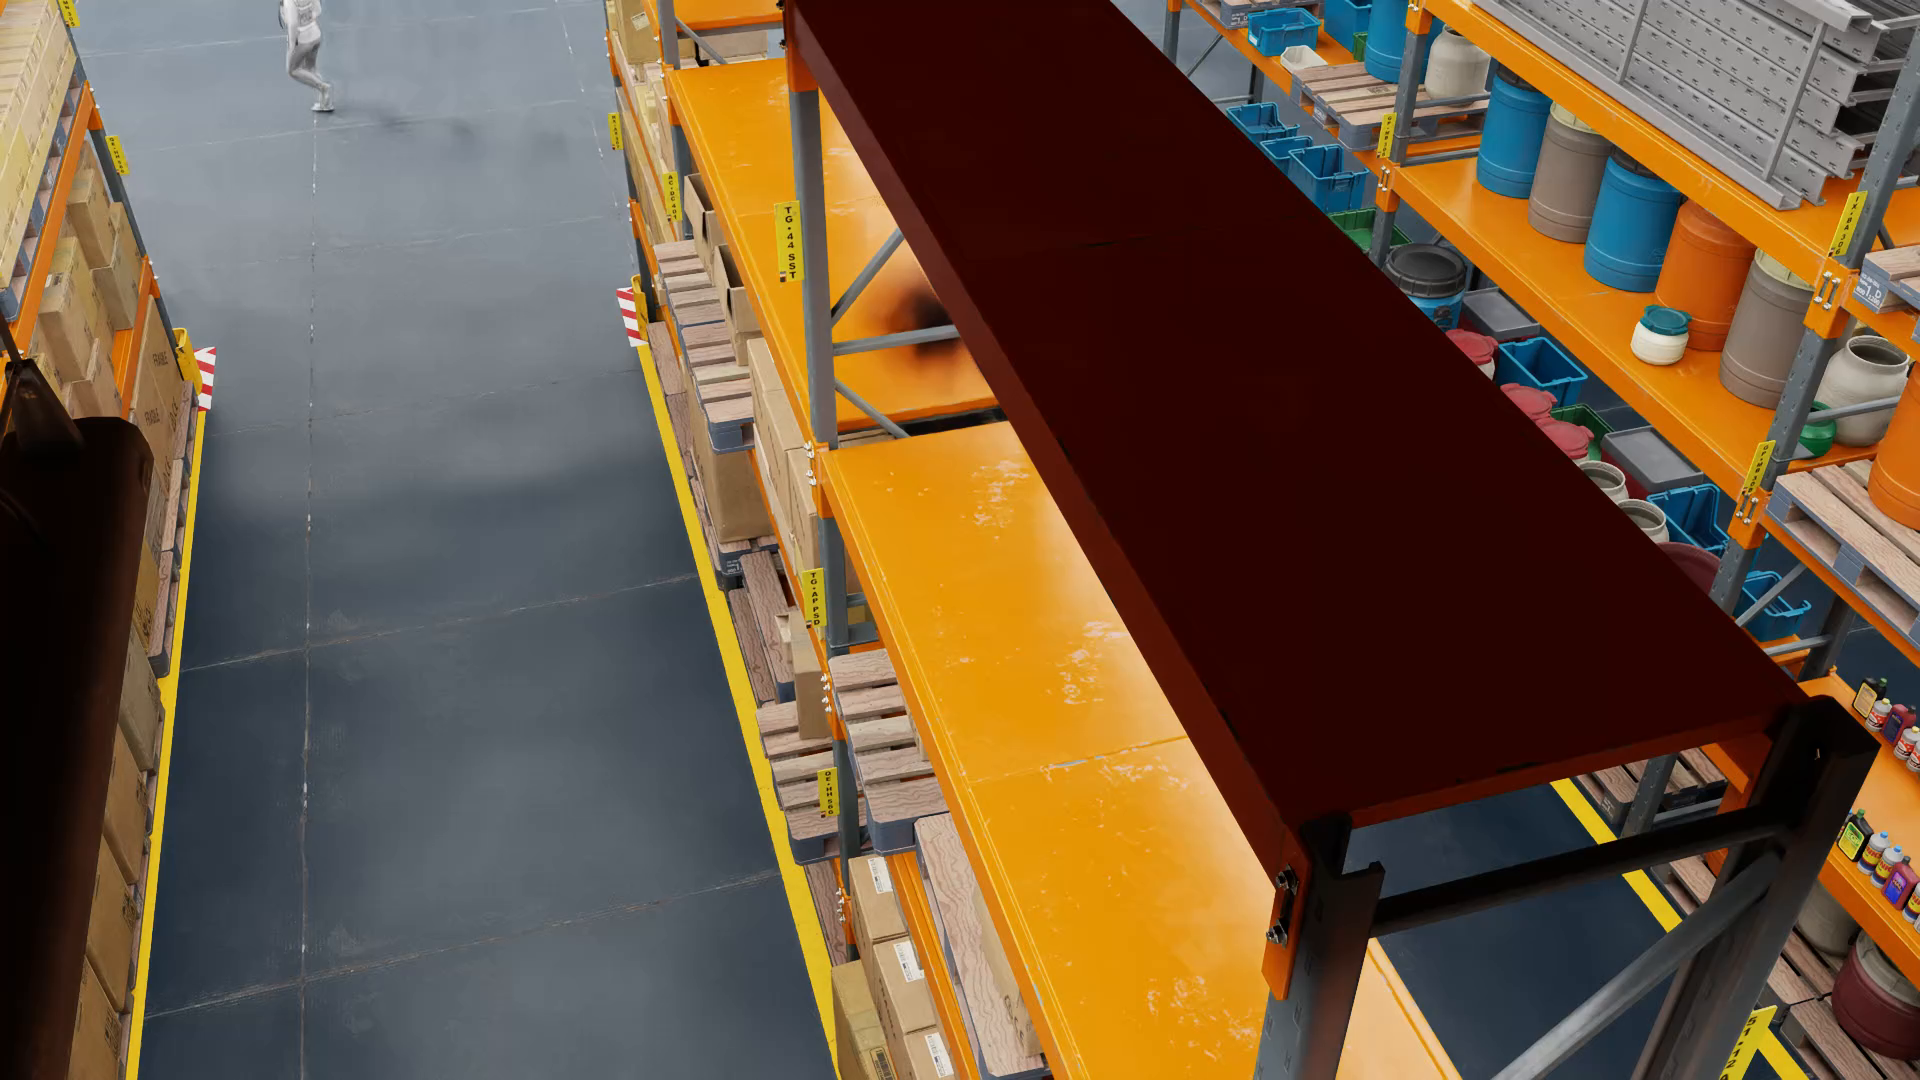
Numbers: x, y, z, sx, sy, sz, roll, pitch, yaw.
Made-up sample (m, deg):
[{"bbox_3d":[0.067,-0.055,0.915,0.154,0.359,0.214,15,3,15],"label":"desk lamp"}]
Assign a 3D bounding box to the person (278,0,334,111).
[{"bbox_3d":[-7.329,-5.579,18.539,0.541,1.666,0.658,13,40,15],"label":"person"}]
